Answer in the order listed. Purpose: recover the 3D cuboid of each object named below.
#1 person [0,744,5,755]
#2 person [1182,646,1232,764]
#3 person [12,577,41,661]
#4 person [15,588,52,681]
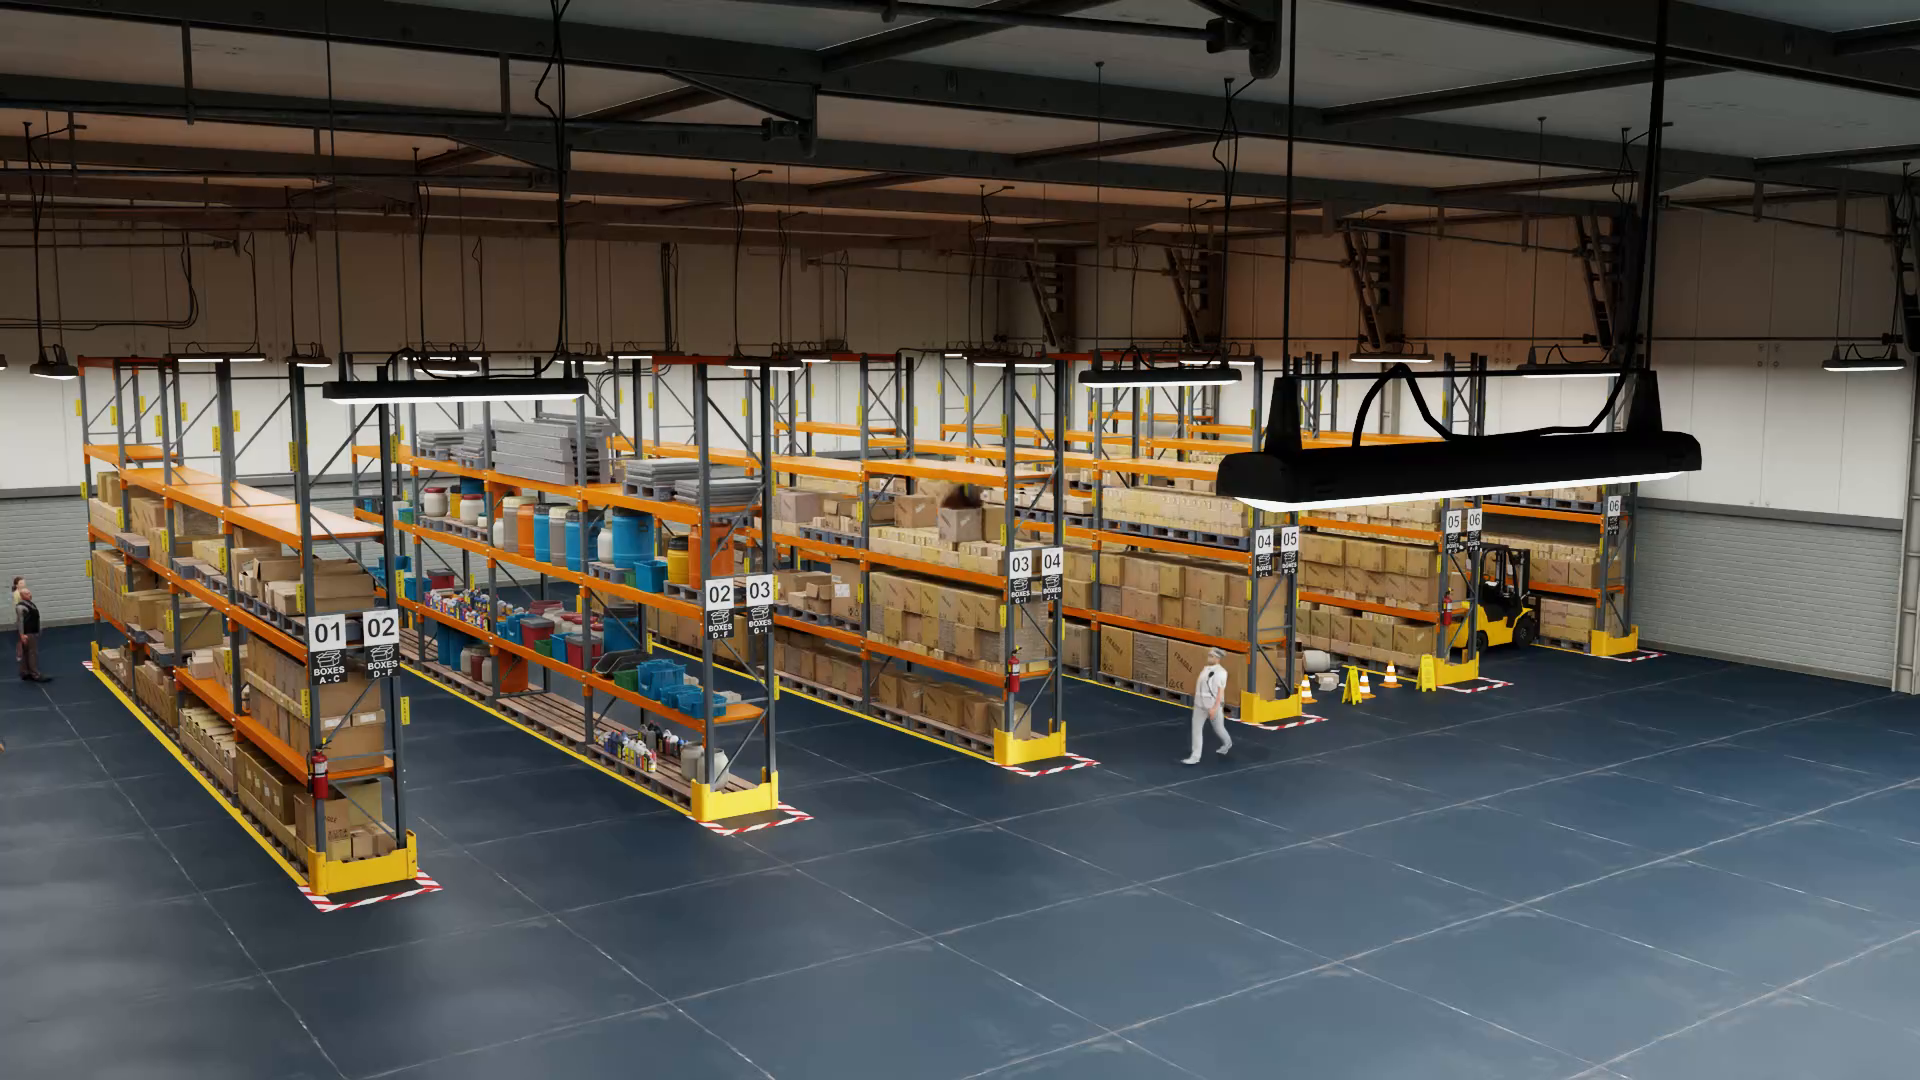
[{"bbox_3d":[-13.116,2.792,22.135,0.678,1.729,1.023,-5,9,-36],"label":"person"},{"bbox_3d":[3.755,2.453,24.902,0.517,1.736,0.999,4,8,31],"label":"person"},{"bbox_3d":[-18.295,1.539,32.579,0.463,1.658,0.463,-3,8,-23],"label":"person"},{"bbox_3d":[-17.182,1.743,30.833,0.553,1.725,0.551,-3,7,-20],"label":"person"}]
